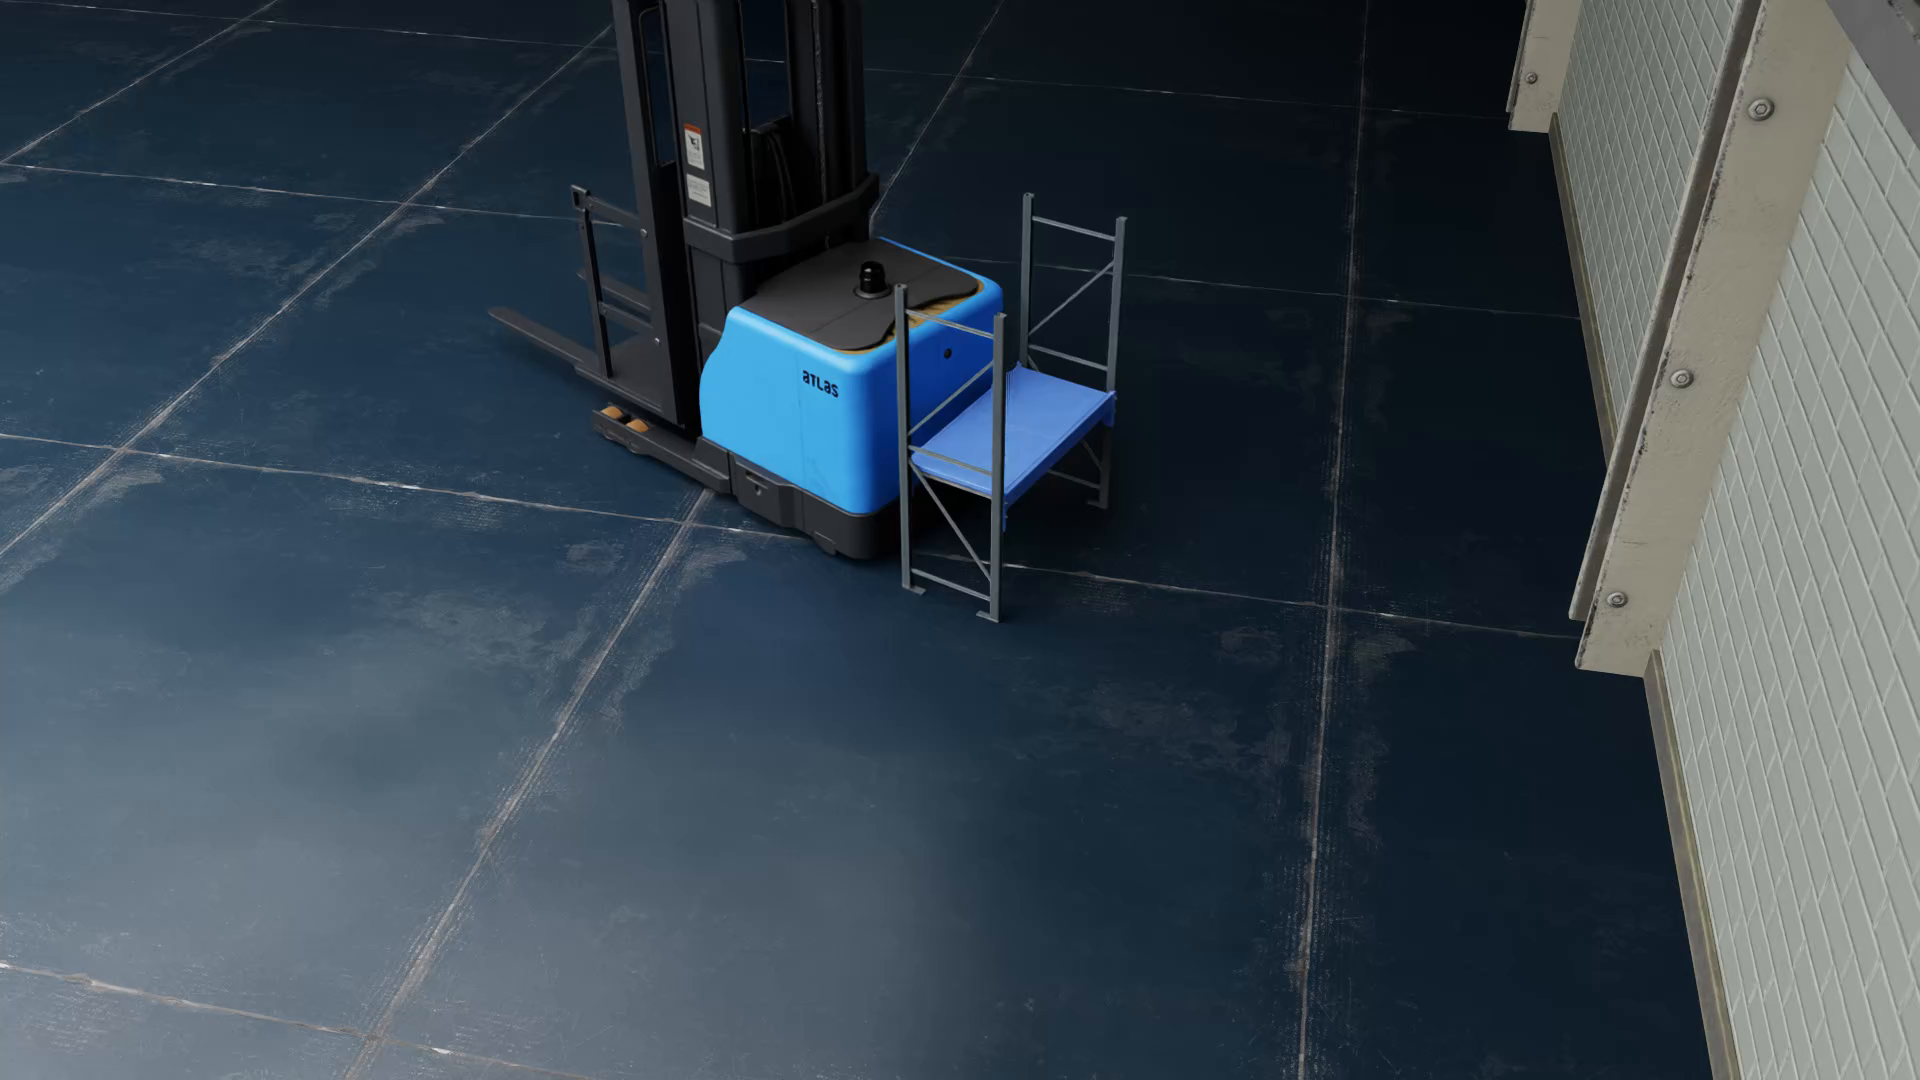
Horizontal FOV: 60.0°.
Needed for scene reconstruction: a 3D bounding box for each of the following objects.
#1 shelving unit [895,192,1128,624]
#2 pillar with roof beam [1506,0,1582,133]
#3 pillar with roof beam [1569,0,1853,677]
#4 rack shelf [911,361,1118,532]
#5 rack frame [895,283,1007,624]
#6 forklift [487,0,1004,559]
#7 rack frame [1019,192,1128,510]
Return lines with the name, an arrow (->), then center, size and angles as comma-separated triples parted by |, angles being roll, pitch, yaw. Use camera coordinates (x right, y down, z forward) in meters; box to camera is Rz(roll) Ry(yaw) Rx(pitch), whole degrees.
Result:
shelving unit -> 0.230, -0.581, 7.274 | 0.538, 1.500, 1.048 | 20, 40, 25
pillar with roof beam -> -0.137, -7.177, 9.985 | 9.100, 9.000, 0.400 | 7, 37, 10
pillar with roof beam -> -1.418, -3.737, 5.239 | 9.100, 9.000, 0.400 | 7, 37, 10
rack shelf -> 0.230, -0.435, 7.379 | 0.538, 0.185, 1.000 | 20, 40, 25
rack frame -> -0.038, -0.327, 6.924 | 0.500, 1.500, 0.032 | 20, 40, 25
forklift -> -1.230, -1.830, 7.777 | 3.031, 2.935, 1.130 | 27, 44, 32
rack frame -> 0.497, -0.835, 7.624 | 0.500, 1.500, 0.032 | 20, 40, 25
